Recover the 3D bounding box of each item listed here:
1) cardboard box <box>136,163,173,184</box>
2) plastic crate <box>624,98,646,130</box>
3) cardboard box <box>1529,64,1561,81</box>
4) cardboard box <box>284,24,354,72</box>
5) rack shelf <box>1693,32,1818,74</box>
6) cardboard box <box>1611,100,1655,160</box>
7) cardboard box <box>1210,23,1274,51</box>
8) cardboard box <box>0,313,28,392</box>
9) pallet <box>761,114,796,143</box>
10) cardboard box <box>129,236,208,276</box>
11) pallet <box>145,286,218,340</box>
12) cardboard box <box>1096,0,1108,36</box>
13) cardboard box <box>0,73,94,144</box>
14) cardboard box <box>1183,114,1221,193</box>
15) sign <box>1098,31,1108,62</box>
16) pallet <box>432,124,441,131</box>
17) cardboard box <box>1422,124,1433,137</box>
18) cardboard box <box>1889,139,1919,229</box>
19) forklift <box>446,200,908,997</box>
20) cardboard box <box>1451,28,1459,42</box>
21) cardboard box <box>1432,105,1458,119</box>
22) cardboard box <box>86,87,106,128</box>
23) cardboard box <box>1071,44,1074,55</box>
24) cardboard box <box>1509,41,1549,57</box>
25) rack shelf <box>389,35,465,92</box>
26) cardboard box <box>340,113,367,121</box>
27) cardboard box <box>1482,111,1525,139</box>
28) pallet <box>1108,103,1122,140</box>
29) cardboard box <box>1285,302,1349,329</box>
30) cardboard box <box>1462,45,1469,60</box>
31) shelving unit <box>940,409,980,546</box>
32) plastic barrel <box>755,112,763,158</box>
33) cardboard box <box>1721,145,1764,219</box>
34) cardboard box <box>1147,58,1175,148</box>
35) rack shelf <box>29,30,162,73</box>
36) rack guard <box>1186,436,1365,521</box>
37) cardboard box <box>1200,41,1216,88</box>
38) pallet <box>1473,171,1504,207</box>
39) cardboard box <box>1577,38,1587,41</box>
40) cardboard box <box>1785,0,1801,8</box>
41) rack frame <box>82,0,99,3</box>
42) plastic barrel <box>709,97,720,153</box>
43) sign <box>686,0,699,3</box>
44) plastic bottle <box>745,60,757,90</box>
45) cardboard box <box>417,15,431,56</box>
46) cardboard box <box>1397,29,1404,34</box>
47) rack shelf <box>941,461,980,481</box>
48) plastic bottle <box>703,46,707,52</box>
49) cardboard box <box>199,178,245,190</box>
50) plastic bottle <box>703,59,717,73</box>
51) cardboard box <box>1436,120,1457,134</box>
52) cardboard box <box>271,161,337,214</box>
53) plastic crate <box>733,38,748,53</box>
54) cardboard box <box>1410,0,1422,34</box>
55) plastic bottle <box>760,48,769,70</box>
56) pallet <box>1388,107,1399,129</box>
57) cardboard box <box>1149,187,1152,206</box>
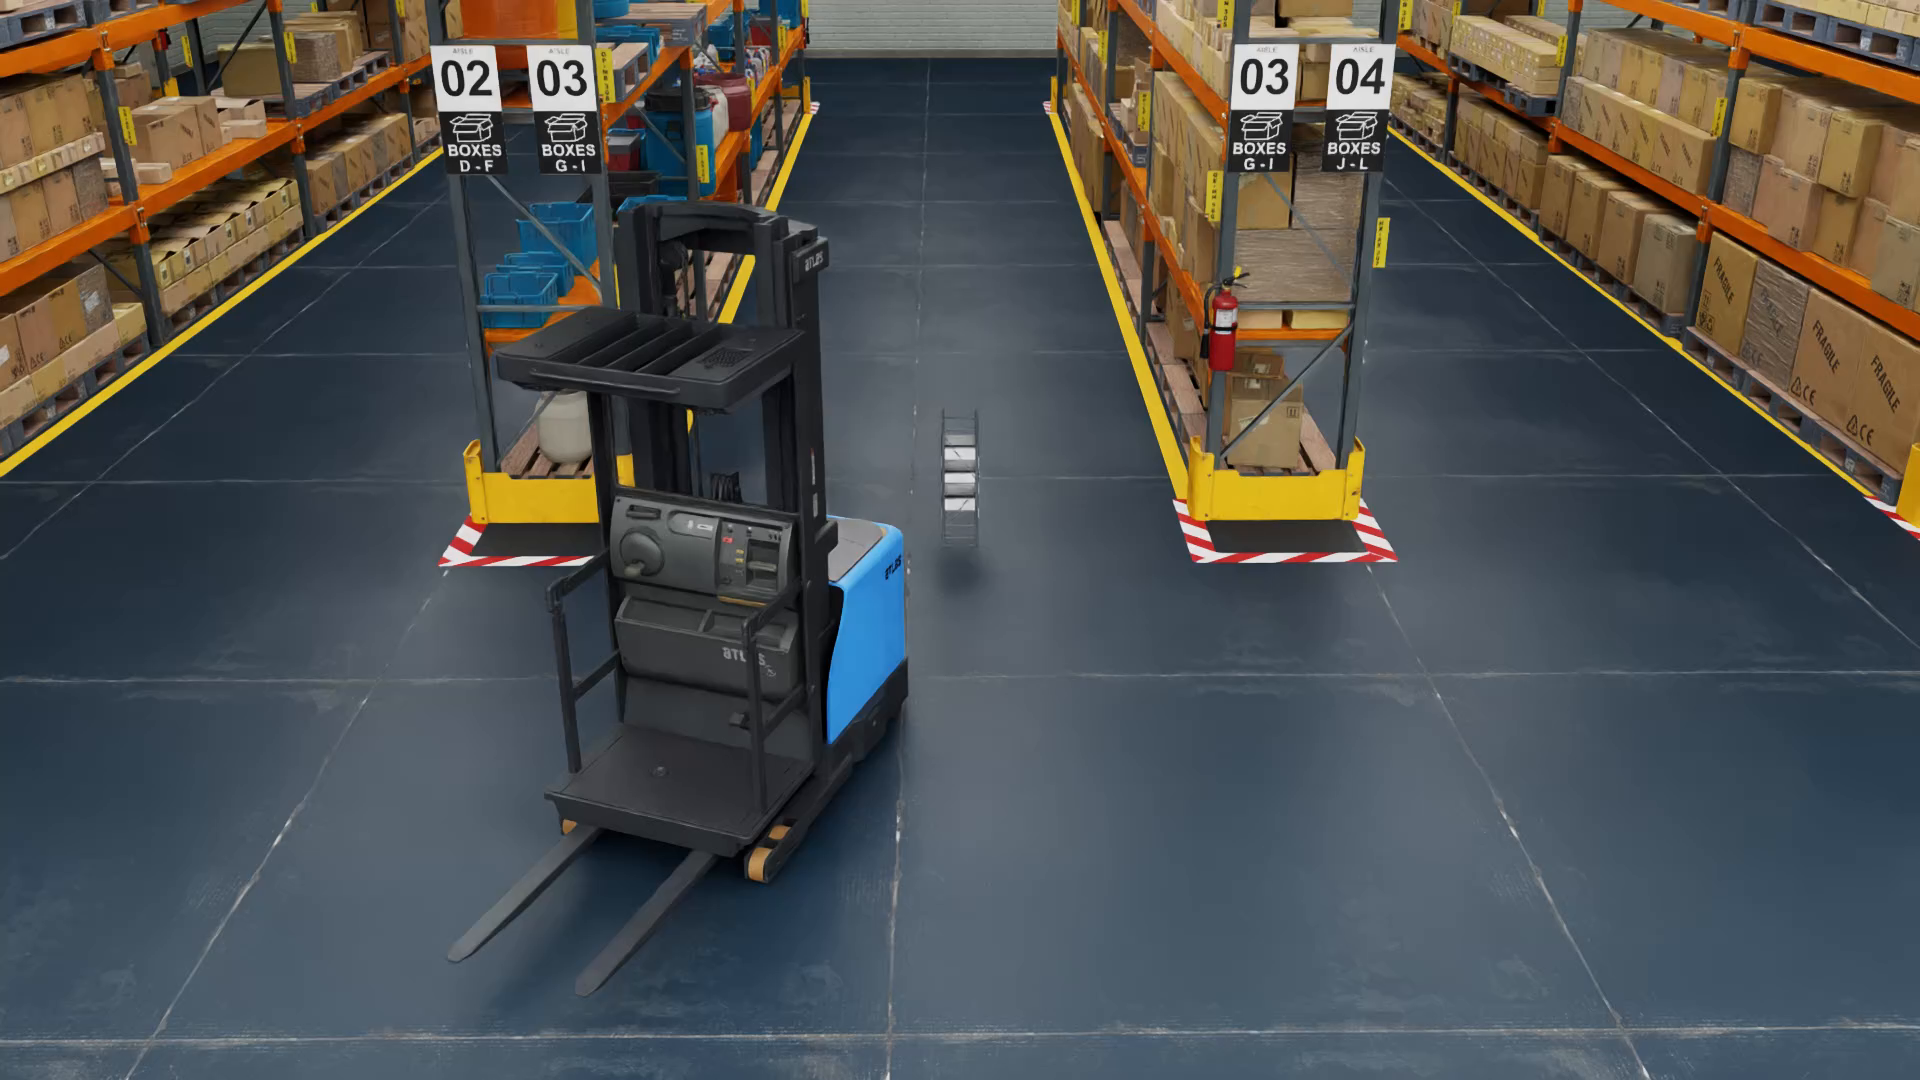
[{"bbox_3d":[-7.560,-3.400,15.432,0.380,0.149,0.250,0,24,-1],"label":"cardboard box"},{"bbox_3d":[-3.134,-4.179,16.772,0.402,0.464,0.583,0,24,-1],"label":"plastic crate"},{"bbox_3d":[6.608,-5.234,18.617,0.380,0.149,0.250,0,24,1],"label":"cardboard box"},{"bbox_3d":[-7.761,-5.954,20.143,0.700,0.500,0.500,-6,25,-14],"label":"cardboard box"},{"bbox_3d":[11.951,-7.028,24.023,1.077,0.370,4.000,0,24,-1],"label":"rack shelf"},{"bbox_3d":[6.820,-4.057,16.458,0.500,0.500,0.500,-1,24,-1],"label":"cardboard box"},{"bbox_3d":[1.881,-3.356,11.088,0.380,0.149,0.250,-1,24,-3],"label":"cardboard box"},{"bbox_3d":[-7.520,-1.414,12.653,0.500,0.500,0.500,0,24,-1],"label":"cardboard box"},{"bbox_3d":[-2.952,-6.002,24.263,1.003,0.211,1.213,0,24,-1],"label":"pallet"},{"bbox_3d":[-7.510,-2.720,15.770,0.500,0.311,0.500,-1,24,-1],"label":"cardboard box"},{"bbox_3d":[-7.802,-2.181,15.816,1.003,0.211,1.213,0,24,-1],"label":"pallet"},{"bbox_3d":[2.075,-6.444,20.520,0.797,0.503,0.637,0,24,0],"label":"cardboard box"},{"bbox_3d":[-7.744,-3.602,13.878,0.700,0.500,0.500,0,24,0],"label":"cardboard box"},{"bbox_3d":[1.927,-2.817,12.143,0.500,0.500,0.500,0,24,-1],"label":"cardboard box"},{"bbox_3d":[1.552,-5.363,18.063,0.100,0.325,0.005,0,24,-1],"label":"sign"},{"bbox_3d":[-7.865,-5.961,24.174,1.003,0.211,1.213,0,24,-1],"label":"pallet"},{"bbox_3d":[6.693,-5.737,23.244,0.380,0.149,0.250,-1,24,-2],"label":"cardboard box"},{"bbox_3d":[7.092,-2.463,11.564,0.875,0.550,0.550,0,24,-1],"label":"cardboard box"},{"bbox_3d":[-1.281,0.064,7.551,1.130,2.935,3.031,9,26,19],"label":"forklift"},{"bbox_3d":[6.569,-6.516,21.452,0.380,0.149,0.250,0,24,0],"label":"cardboard box"},{"bbox_3d":[6.718,-5.882,22.844,0.380,0.149,0.250,0,24,0],"label":"cardboard box"},{"bbox_3d":[-12.706,-6.200,23.843,0.700,0.500,0.500,0,24,1],"label":"cardboard box"},{"bbox_3d":[1.727,-6.709,22.749,0.380,0.149,0.250,-1,24,-1],"label":"cardboard box"},{"bbox_3d":[6.595,-5.689,19.262,0.380,0.149,0.250,0,24,1],"label":"cardboard box"},{"bbox_3d":[-7.864,-6.941,23.830,1.077,0.370,4.000,0,24,-1],"label":"rack shelf"},{"bbox_3d":[-8.080,-5.306,21.840,0.500,0.500,0.500,-1,24,-3],"label":"cardboard box"},{"bbox_3d":[6.778,-5.127,20.560,0.500,0.250,0.500,1,24,1],"label":"cardboard box"},{"bbox_3d":[2.222,-4.459,17.701,1.213,0.211,1.003,0,24,-1],"label":"pallet"},{"bbox_3d":[2.430,-1.547,11.335,0.380,0.149,0.250,0,24,-1],"label":"cardboard box"},{"bbox_3d":[6.577,-6.163,21.033,0.380,0.149,0.250,0,24,0],"label":"cardboard box"},{"bbox_3d":[0.000,-0.413,11.072,0.258,0.900,0.210,0,24,-1],"label":"shelving unit"},{"bbox_3d":[-2.900,-5.476,21.755,0.600,0.901,0.708,0,24,-1],"label":"plastic barrel"},{"bbox_3d":[7.128,-3.088,14.256,0.875,0.550,0.550,0,24,-1],"label":"cardboard box"},{"bbox_3d":[2.282,-3.984,15.181,1.000,1.000,1.000,0,24,0],"label":"cardboard box"},{"bbox_3d":[-12.817,-6.917,23.777,1.077,0.370,4.000,0,24,-1],"label":"rack shelf"},{"bbox_3d":[2.194,-0.435,11.605,1.175,0.500,0.348,0,24,-1],"label":"rack guard"},{"bbox_3d":[1.927,-3.244,11.326,0.500,0.250,0.500,0,24,0],"label":"cardboard box"},{"bbox_3d":[7.051,-4.373,20.662,1.003,0.211,1.213,0,24,-1],"label":"pallet"},{"bbox_3d":[7.246,-5.792,19.489,0.380,0.149,0.250,1,24,2],"label":"cardboard box"},{"bbox_3d":[6.782,-4.300,13.151,0.380,0.149,0.250,0,24,-1],"label":"cardboard box"},{"bbox_3d":[-7.755,-5.881,13.334,1.000,3.000,0.127,0,24,-1],"label":"rack frame"},{"bbox_3d":[-2.605,-4.107,16.525,0.433,0.535,0.433,0,24,0],"label":"plastic barrel"},{"bbox_3d":[-2.251,-4.537,13.992,0.100,0.325,0.005,0,24,-1],"label":"sign"},{"bbox_3d":[-2.540,-5.612,20.077,0.144,0.351,0.185,0,24,-1],"label":"plastic bottle"},{"bbox_3d":[-7.584,-6.912,22.772,0.500,0.500,0.500,0,24,0],"label":"cardboard box"},{"bbox_3d":[6.650,-7.651,24.832,0.380,0.149,0.250,-1,24,-2],"label":"cardboard box"},{"bbox_3d":[0.000,-0.465,11.049,0.258,0.077,0.200,0,24,-1],"label":"rack shelf"},{"bbox_3d":[-3.311,-6.259,21.591,0.061,0.283,0.133,0,24,-1],"label":"plastic bottle"},{"bbox_3d":[-8.086,-3.773,18.099,0.500,0.311,0.500,1,24,1],"label":"cardboard box"},{"bbox_3d":[-3.103,-5.835,20.663,0.152,0.276,0.135,0,24,-1],"label":"plastic bottle"},{"bbox_3d":[6.703,-5.624,22.635,0.380,0.149,0.250,0,24,0],"label":"cardboard box"},{"bbox_3d":[-7.517,-4.047,19.057,0.500,0.500,0.500,1,24,2],"label":"cardboard box"},{"bbox_3d":[-3.170,-6.827,22.966,0.437,0.125,0.590,0,24,-1],"label":"plastic crate"},{"bbox_3d":[6.745,-7.479,23.664,0.500,0.500,0.500,-1,24,-2],"label":"cardboard box"},{"bbox_3d":[-2.561,-6.248,21.575,0.152,0.276,0.135,0,24,-1],"label":"plastic bottle"},{"bbox_3d":[6.955,-6.480,25.321,1.003,0.211,1.213,0,24,-1],"label":"pallet"},{"bbox_3d":[1.853,-2.987,14.518,0.380,0.149,0.250,0,24,-1],"label":"cardboard box"}]
